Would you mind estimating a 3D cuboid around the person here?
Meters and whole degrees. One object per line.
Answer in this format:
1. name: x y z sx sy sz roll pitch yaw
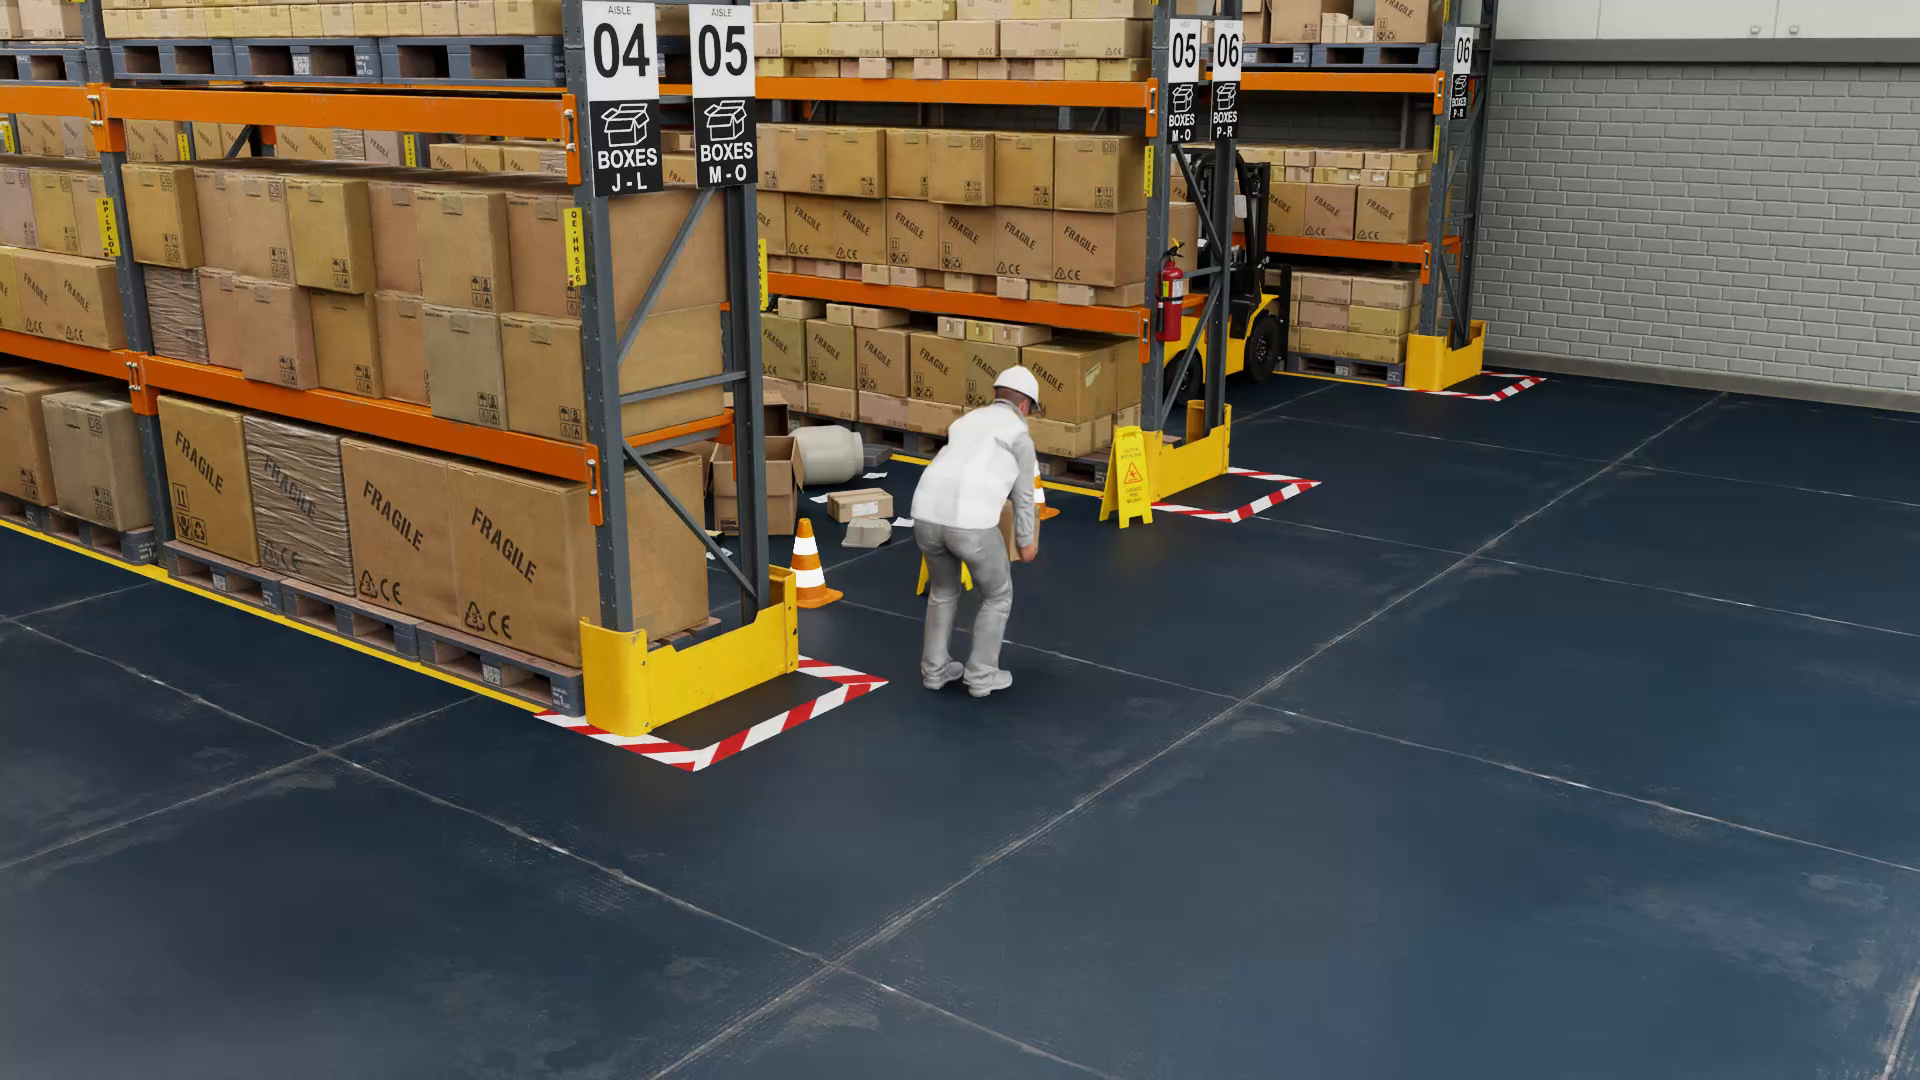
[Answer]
1. person: 0.113 -0.050 8.105 0.472 1.525 0.842 11 20 34
